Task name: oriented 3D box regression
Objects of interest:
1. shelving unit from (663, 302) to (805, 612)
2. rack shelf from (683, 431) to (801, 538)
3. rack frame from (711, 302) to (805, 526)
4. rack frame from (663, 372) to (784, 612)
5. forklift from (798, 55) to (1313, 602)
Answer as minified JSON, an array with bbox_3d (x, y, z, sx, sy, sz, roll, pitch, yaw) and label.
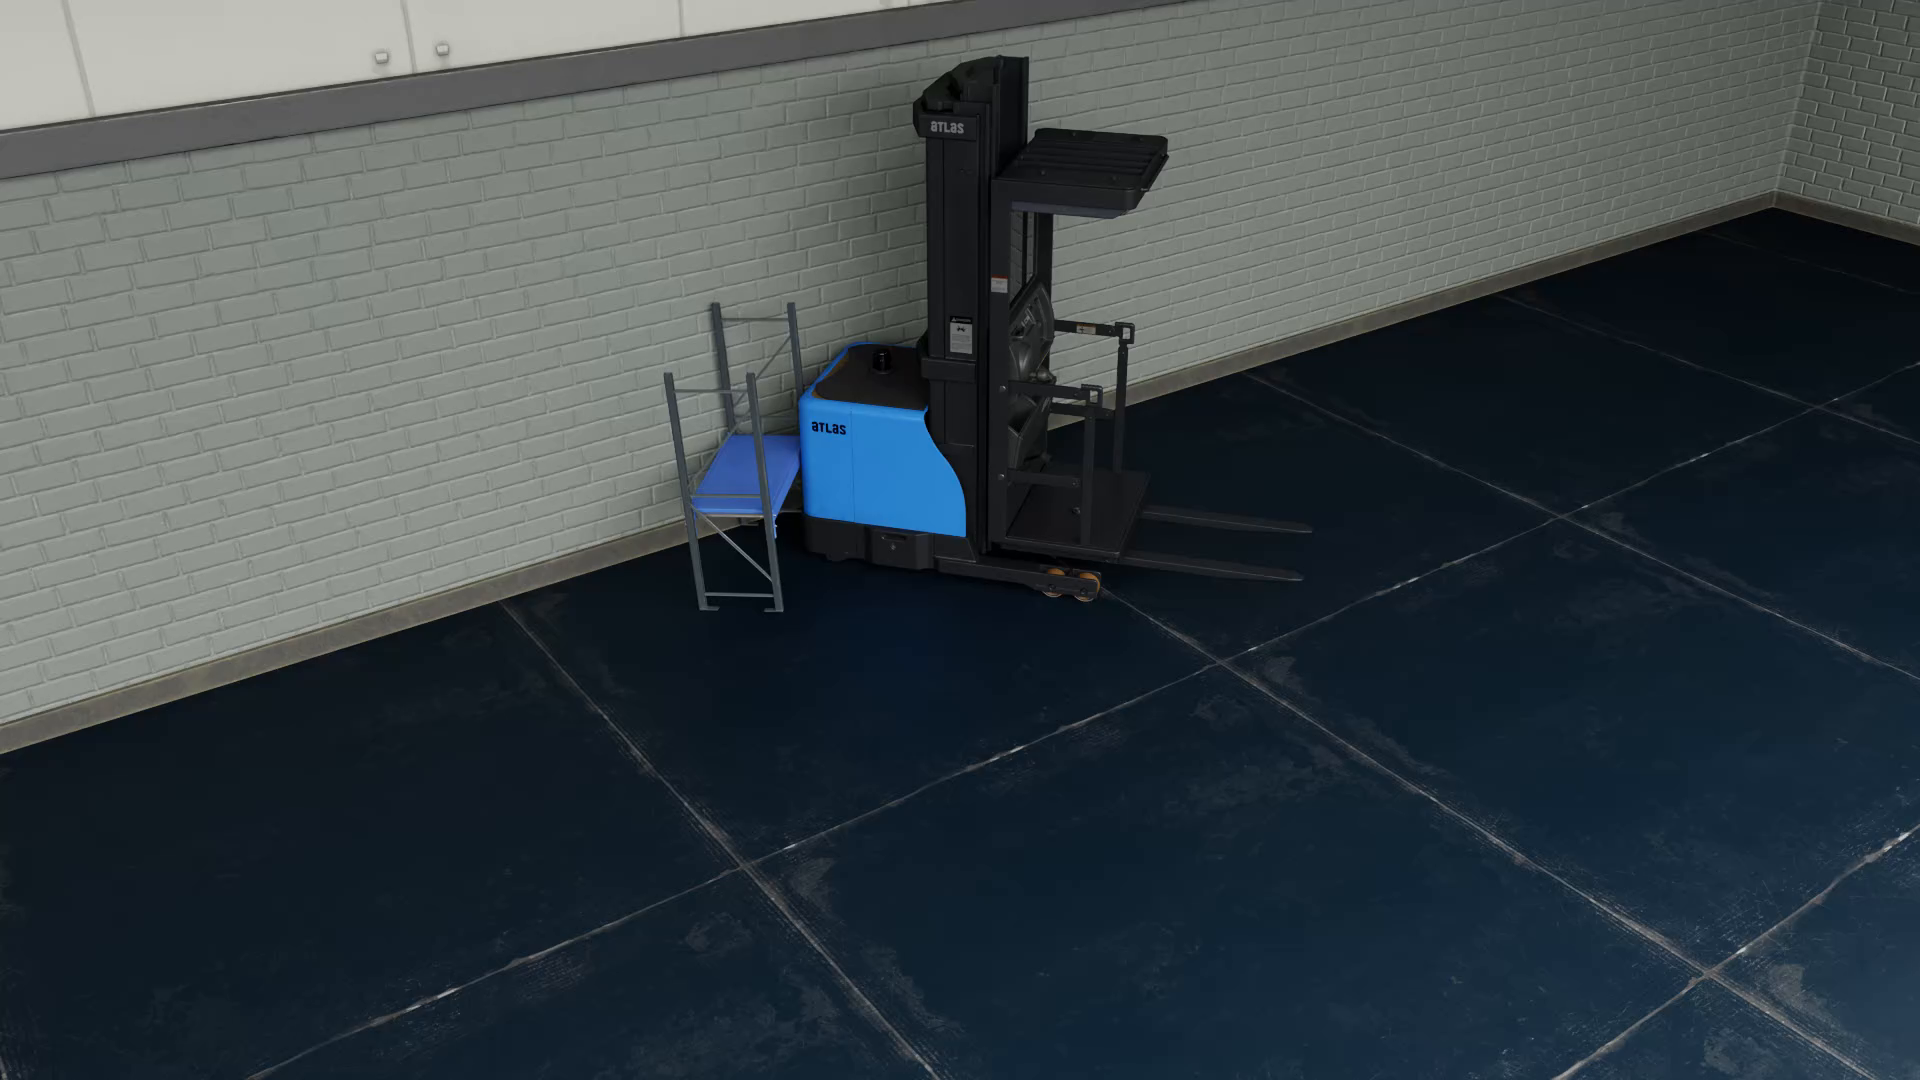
[{"bbox_3d":[-1.249,-0.496,9.763,0.538,1.500,1.048,1,30,8],"label":"shelving unit"},{"bbox_3d":[-1.239,-0.340,9.852,0.538,0.185,1.000,1,30,8],"label":"rack shelf"},{"bbox_3d":[-1.184,-0.748,10.200,0.500,1.500,0.032,1,30,8],"label":"rack frame"},{"bbox_3d":[-1.313,-0.244,9.326,0.500,1.500,0.032,1,30,8],"label":"rack frame"},{"bbox_3d":[0.605,-1.208,9.629,3.031,2.935,1.130,8,29,14],"label":"forklift"}]
